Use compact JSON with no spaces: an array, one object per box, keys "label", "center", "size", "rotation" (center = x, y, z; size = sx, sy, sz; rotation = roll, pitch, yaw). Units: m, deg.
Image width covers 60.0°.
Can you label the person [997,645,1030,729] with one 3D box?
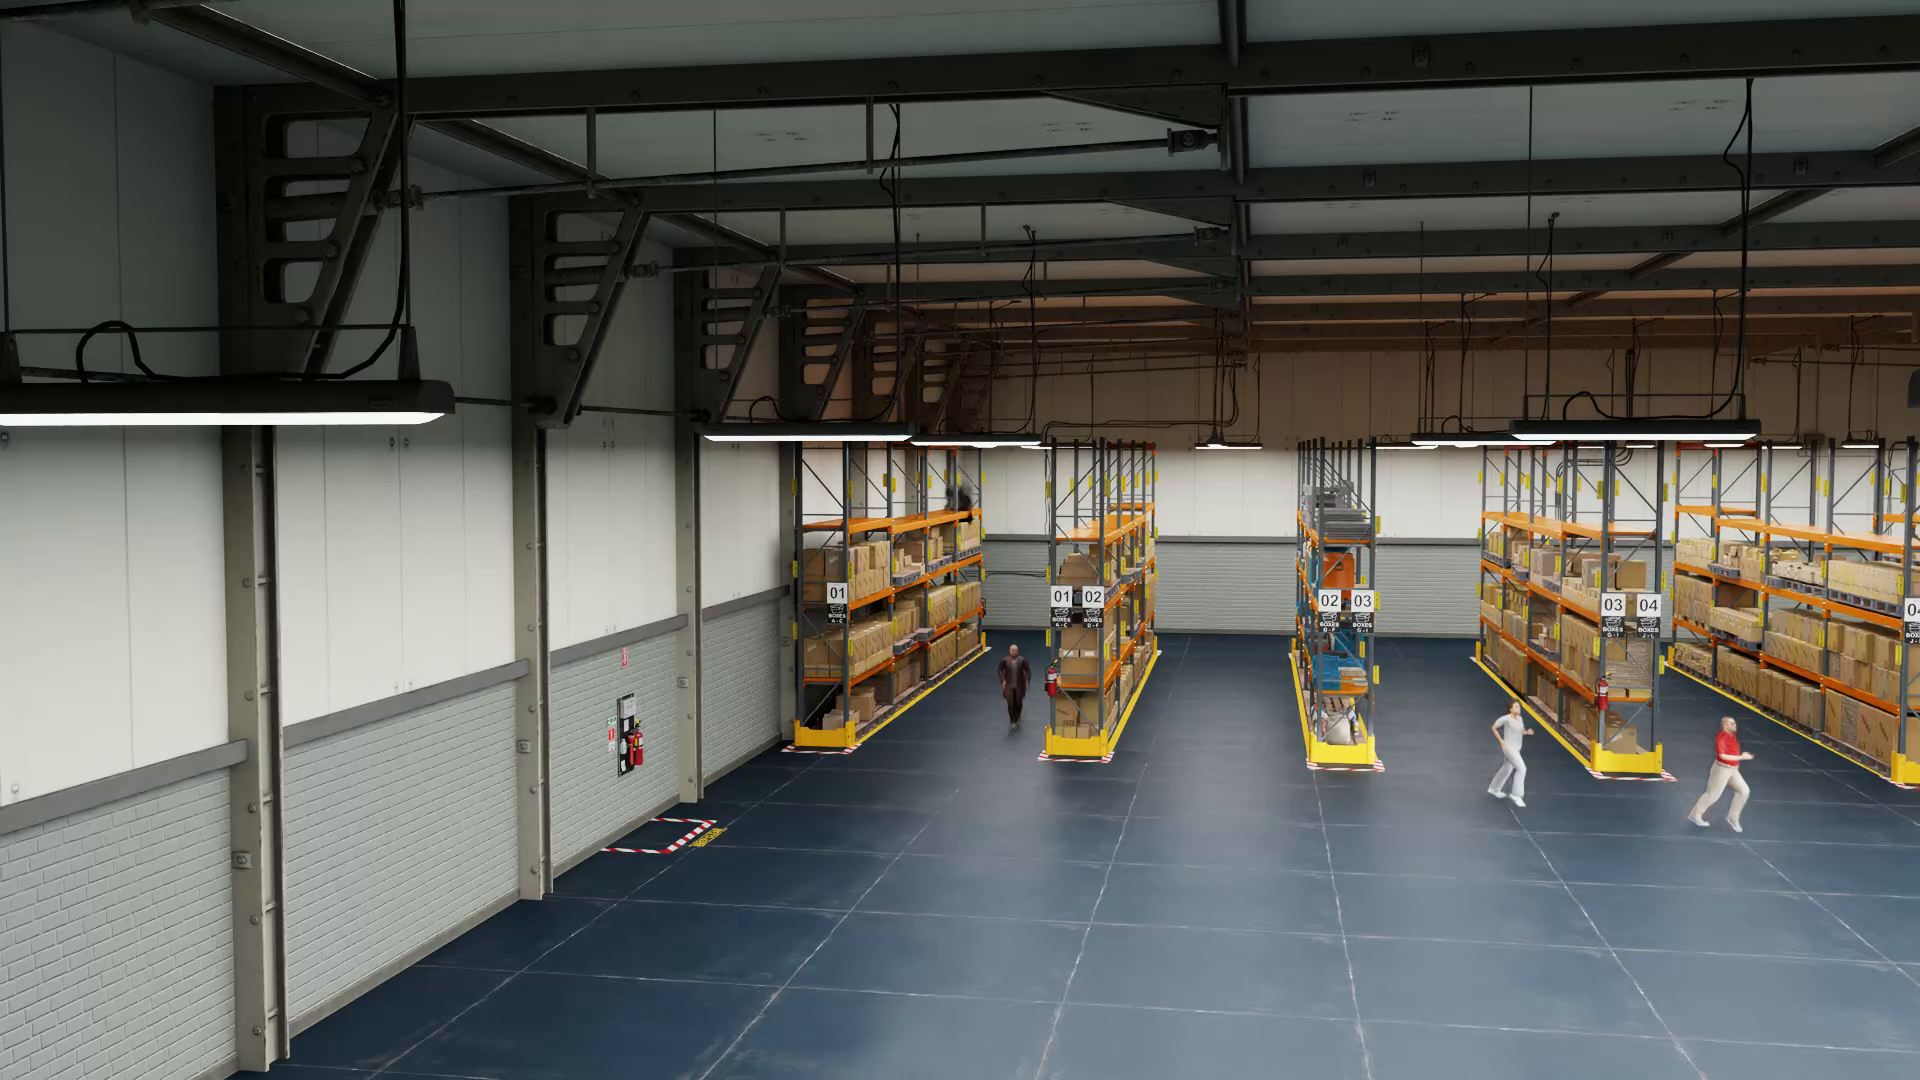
[{"label":"person","center":[1.117,3.035,34.619],"size":[0.694,1.731,0.693],"rotation":[0,3,1]}]

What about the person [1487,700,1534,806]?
[{"label":"person","center":[9.003,3.460,27.180],"size":[0.537,1.730,0.755],"rotation":[-3,4,-44]}]

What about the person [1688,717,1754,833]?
[{"label":"person","center":[11.537,3.541,25.128],"size":[0.911,1.777,0.671],"rotation":[3,4,45]}]

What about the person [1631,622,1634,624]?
[{"label":"person","center":[17.838,2.597,44.740],"size":[0.756,1.565,0.639],"rotation":[-3,4,-44]}]
